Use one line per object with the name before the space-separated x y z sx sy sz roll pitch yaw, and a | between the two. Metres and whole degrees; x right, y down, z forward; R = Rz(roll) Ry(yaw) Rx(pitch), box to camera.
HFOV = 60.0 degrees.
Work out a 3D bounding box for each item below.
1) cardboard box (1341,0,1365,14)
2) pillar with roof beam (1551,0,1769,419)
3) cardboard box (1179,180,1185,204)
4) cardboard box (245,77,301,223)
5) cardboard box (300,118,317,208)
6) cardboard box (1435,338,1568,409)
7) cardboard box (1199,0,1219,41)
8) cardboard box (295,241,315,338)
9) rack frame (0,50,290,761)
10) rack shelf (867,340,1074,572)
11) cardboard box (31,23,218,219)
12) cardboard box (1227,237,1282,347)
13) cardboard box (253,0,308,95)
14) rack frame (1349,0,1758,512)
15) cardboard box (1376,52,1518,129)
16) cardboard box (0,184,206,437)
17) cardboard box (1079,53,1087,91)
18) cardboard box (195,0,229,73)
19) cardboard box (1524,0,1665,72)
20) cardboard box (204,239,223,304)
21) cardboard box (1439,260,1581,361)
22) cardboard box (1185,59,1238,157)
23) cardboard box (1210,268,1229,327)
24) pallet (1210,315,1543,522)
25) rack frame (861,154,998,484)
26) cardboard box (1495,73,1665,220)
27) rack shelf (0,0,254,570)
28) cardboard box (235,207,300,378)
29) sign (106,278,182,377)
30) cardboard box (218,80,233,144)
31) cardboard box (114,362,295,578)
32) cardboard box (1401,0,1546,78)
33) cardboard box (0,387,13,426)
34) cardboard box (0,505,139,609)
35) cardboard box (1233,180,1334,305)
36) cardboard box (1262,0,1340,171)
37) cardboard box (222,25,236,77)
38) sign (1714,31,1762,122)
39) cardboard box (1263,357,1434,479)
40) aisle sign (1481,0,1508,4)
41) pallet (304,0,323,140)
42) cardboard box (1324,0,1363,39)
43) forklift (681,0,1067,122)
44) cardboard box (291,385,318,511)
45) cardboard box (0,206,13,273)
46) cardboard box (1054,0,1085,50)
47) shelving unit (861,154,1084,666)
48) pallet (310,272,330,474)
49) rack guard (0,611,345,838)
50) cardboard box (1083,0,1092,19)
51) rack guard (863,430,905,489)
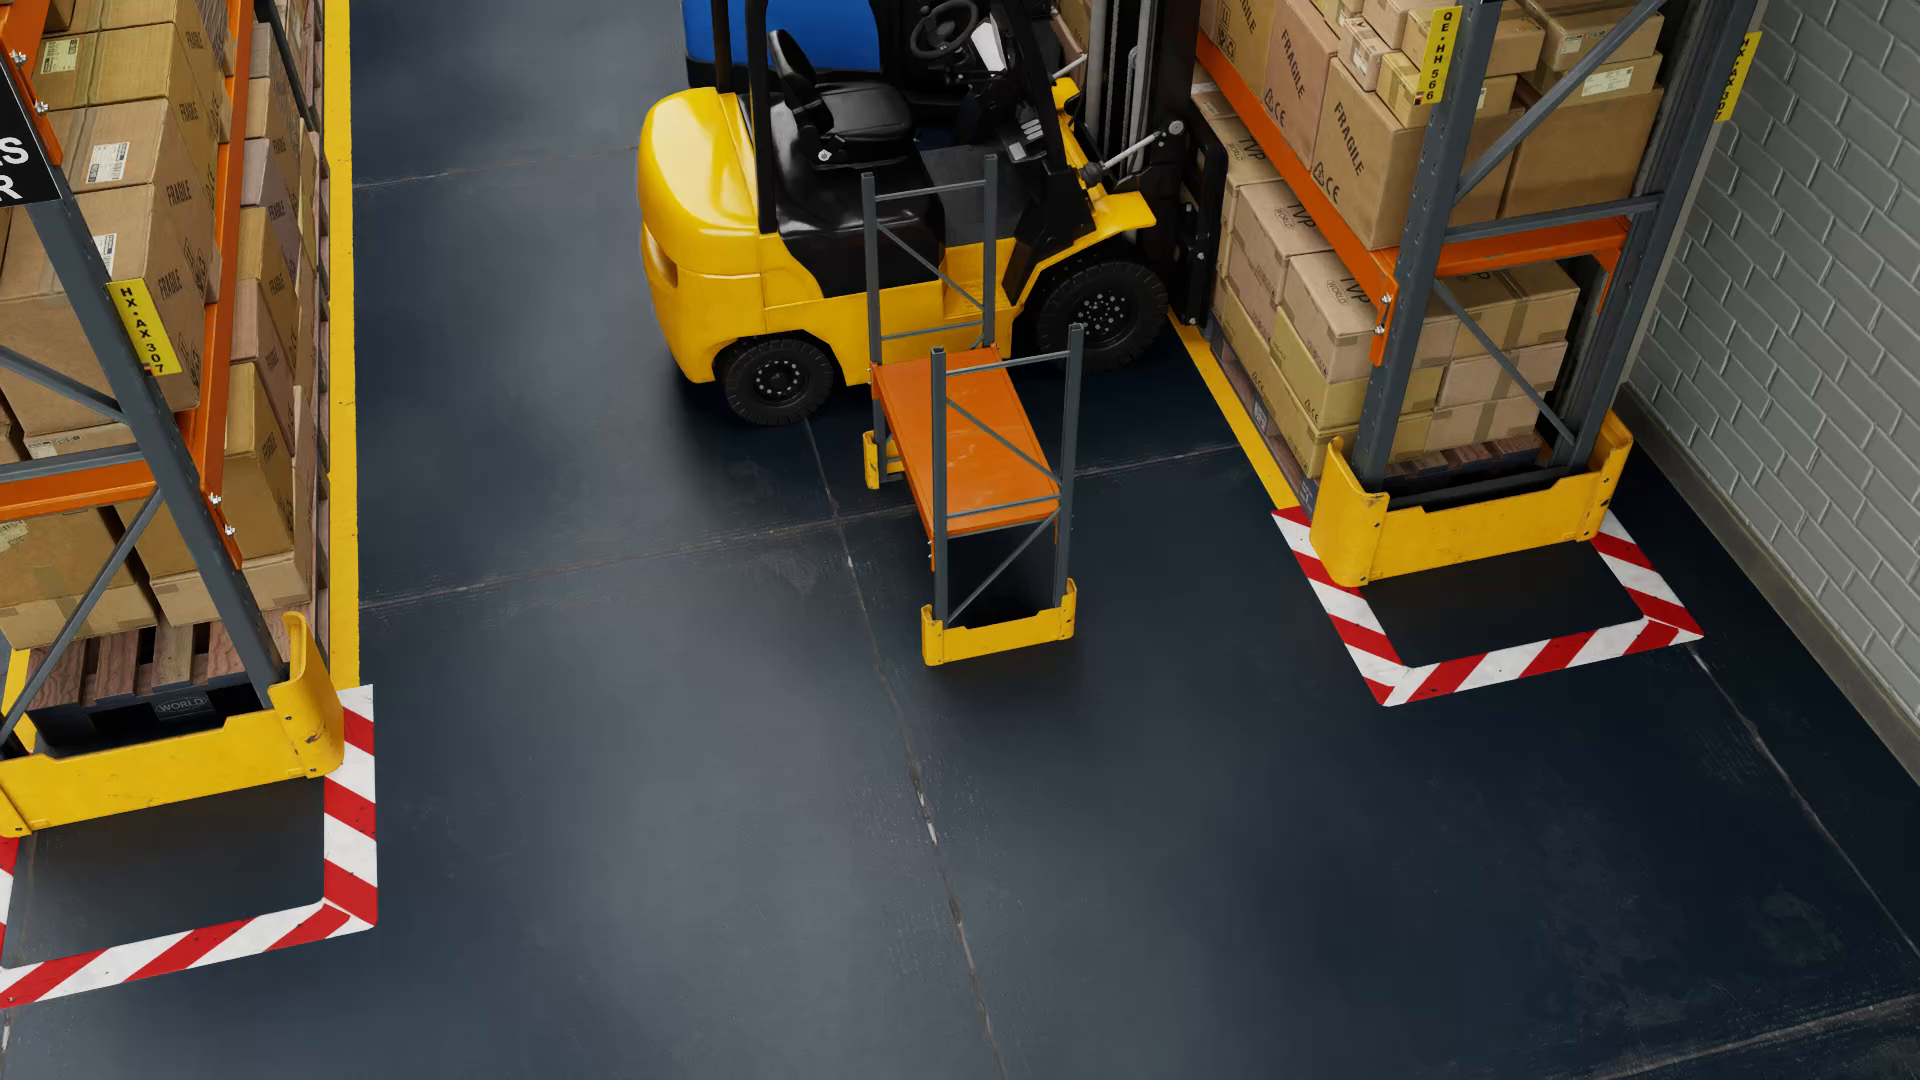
cardboard box | 1.525 -2.010 5.887 0.380 0.149 0.250 -10 46 -9
pillar with roof beam | -1.462 -3.053 3.441 9.100 9.000 0.400 -11 47 -10
cardboard box | 1.184 -1.780 7.675 0.500 0.250 0.500 -11 47 -10
cardboard box | -3.272 -1.683 7.405 0.500 0.500 0.500 -10 46 -10
cardboard box | -3.404 -1.771 8.017 0.500 0.250 0.500 -9 46 -9
cardboard box | 2.087 -0.817 6.731 0.500 0.250 0.500 -10 46 -10
cardboard box | 1.232 -2.480 7.010 0.500 0.500 0.500 -10 46 -10
cardboard box | -3.132 -1.054 7.314 0.500 0.250 0.500 -10 46 -10
rack frame | -2.791 -0.184 4.830 1.000 3.000 0.127 -11 47 -10
rack shelf | 0.022 -0.340 6.285 0.538 0.185 1.000 -11 47 -10
cardboard box | -2.912 -1.410 5.753 0.500 0.500 0.500 -12 47 -11
cardboard box | 1.462 -1.081 6.990 0.500 0.250 0.500 -11 47 -11
cardboard box | -3.952 -2.535 8.680 0.950 0.372 0.625 -10 46 -10
rack frame | 2.006 -1.094 5.722 1.000 3.000 0.127 -11 47 -10
cardboard box | 1.647 -1.545 5.639 0.380 0.149 0.250 -10 46 -10
cardboard box | -2.644 -0.701 5.059 0.500 0.500 0.500 -11 47 -11
cardboard box | 0.931 -2.298 8.533 0.500 0.250 0.500 -12 47 -11
cardboard box | -3.185 -2.112 6.441 0.500 0.500 0.500 -10 46 -9
cardboard box | 2.127 -1.731 5.614 0.380 0.149 0.250 -12 47 -11
cardboard box | -2.766 -0.922 5.729 0.380 0.149 0.250 -10 46 -10
cardboard box | 2.066 -0.995 6.556 0.500 0.250 0.500 -11 47 -11
cardboard box | 1.189 -1.939 7.481 0.500 0.250 0.500 -12 47 -11
cardboard box | 1.343 -1.238 7.494 0.500 0.250 0.500 -10 46 -10
pallet | 1.770 -0.639 7.228 1.003 0.211 1.213 -11 47 -10
rack frame | -0.108 -0.817 6.501 0.500 1.500 0.032 -11 47 -10
cardboard box | 2.148 -1.522 6.071 0.500 0.500 0.500 -9 46 -9
rack shelf | -3.303 -1.313 6.440 1.077 0.370 4.000 -11 47 -10
cardboard box | -2.995 -0.963 6.700 0.500 0.500 0.500 -10 46 -10
sign | -2.267 -0.587 4.618 0.100 0.325 0.005 -11 47 -10
cardboard box | -3.037 -1.638 6.431 0.380 0.149 0.250 -10 46 -10
cardboard box | -2.737 -0.255 6.006 0.500 0.500 0.500 -12 47 -12
cardboard box | 1.711 -1.669 5.553 0.380 0.149 0.250 -11 47 -10
cardboard box | -3.196 -0.648 5.006 0.500 0.500 0.500 -11 47 -11
cardboard box | -3.248 -0.137 5.890 0.500 0.500 0.500 -10 46 -10
cardboard box | 1.450 -1.241 6.797 0.500 0.250 0.500 -10 46 -10
cardboard box | 1.503 -1.781 6.325 0.500 0.500 0.500 -9 46 -9
cardboard box | -3.175 -1.991 6.777 0.380 0.149 0.250 -11 47 -11
sign | 2.544 -1.522 5.480 0.100 0.325 0.005 -11 47 -10
cardboard box | 1.581 -0.546 6.816 0.500 0.250 0.500 -10 46 -10
aisle sign | 1.739 -1.905 4.697 0.394 0.787 0.004 -11 47 -10
pallet | -4.016 -2.507 9.059 1.003 0.211 1.213 -11 47 -10
cardboard box | 1.545 -1.906 5.993 0.380 0.149 0.250 -10 46 -10
forklift | 0.087 -3.599 8.225 3.031 2.935 1.130 4 46 4
cardboard box | -2.854 -0.330 6.604 0.500 0.250 0.500 -9 46 -9
cardboard box | -3.133 -0.986 4.638 0.700 0.500 0.500 -12 47 -11
cardboard box | 0.808 -2.825 8.700 0.500 0.250 0.500 -11 47 -11
shelving unit | 0.020 -0.472 6.163 0.587 1.500 1.083 -11 47 -10
pallet | -3.293 -0.669 7.258 1.003 0.211 1.213 -11 47 -10
rack guard | -2.811 0.638 5.774 1.175 0.500 0.348 -11 47 -10
cardboard box | 0.924 -2.644 8.172 0.500 0.250 0.500 -11 47 -10
rack guard | -0.108 -0.379 6.946 0.587 0.250 0.087 -11 47 -10
